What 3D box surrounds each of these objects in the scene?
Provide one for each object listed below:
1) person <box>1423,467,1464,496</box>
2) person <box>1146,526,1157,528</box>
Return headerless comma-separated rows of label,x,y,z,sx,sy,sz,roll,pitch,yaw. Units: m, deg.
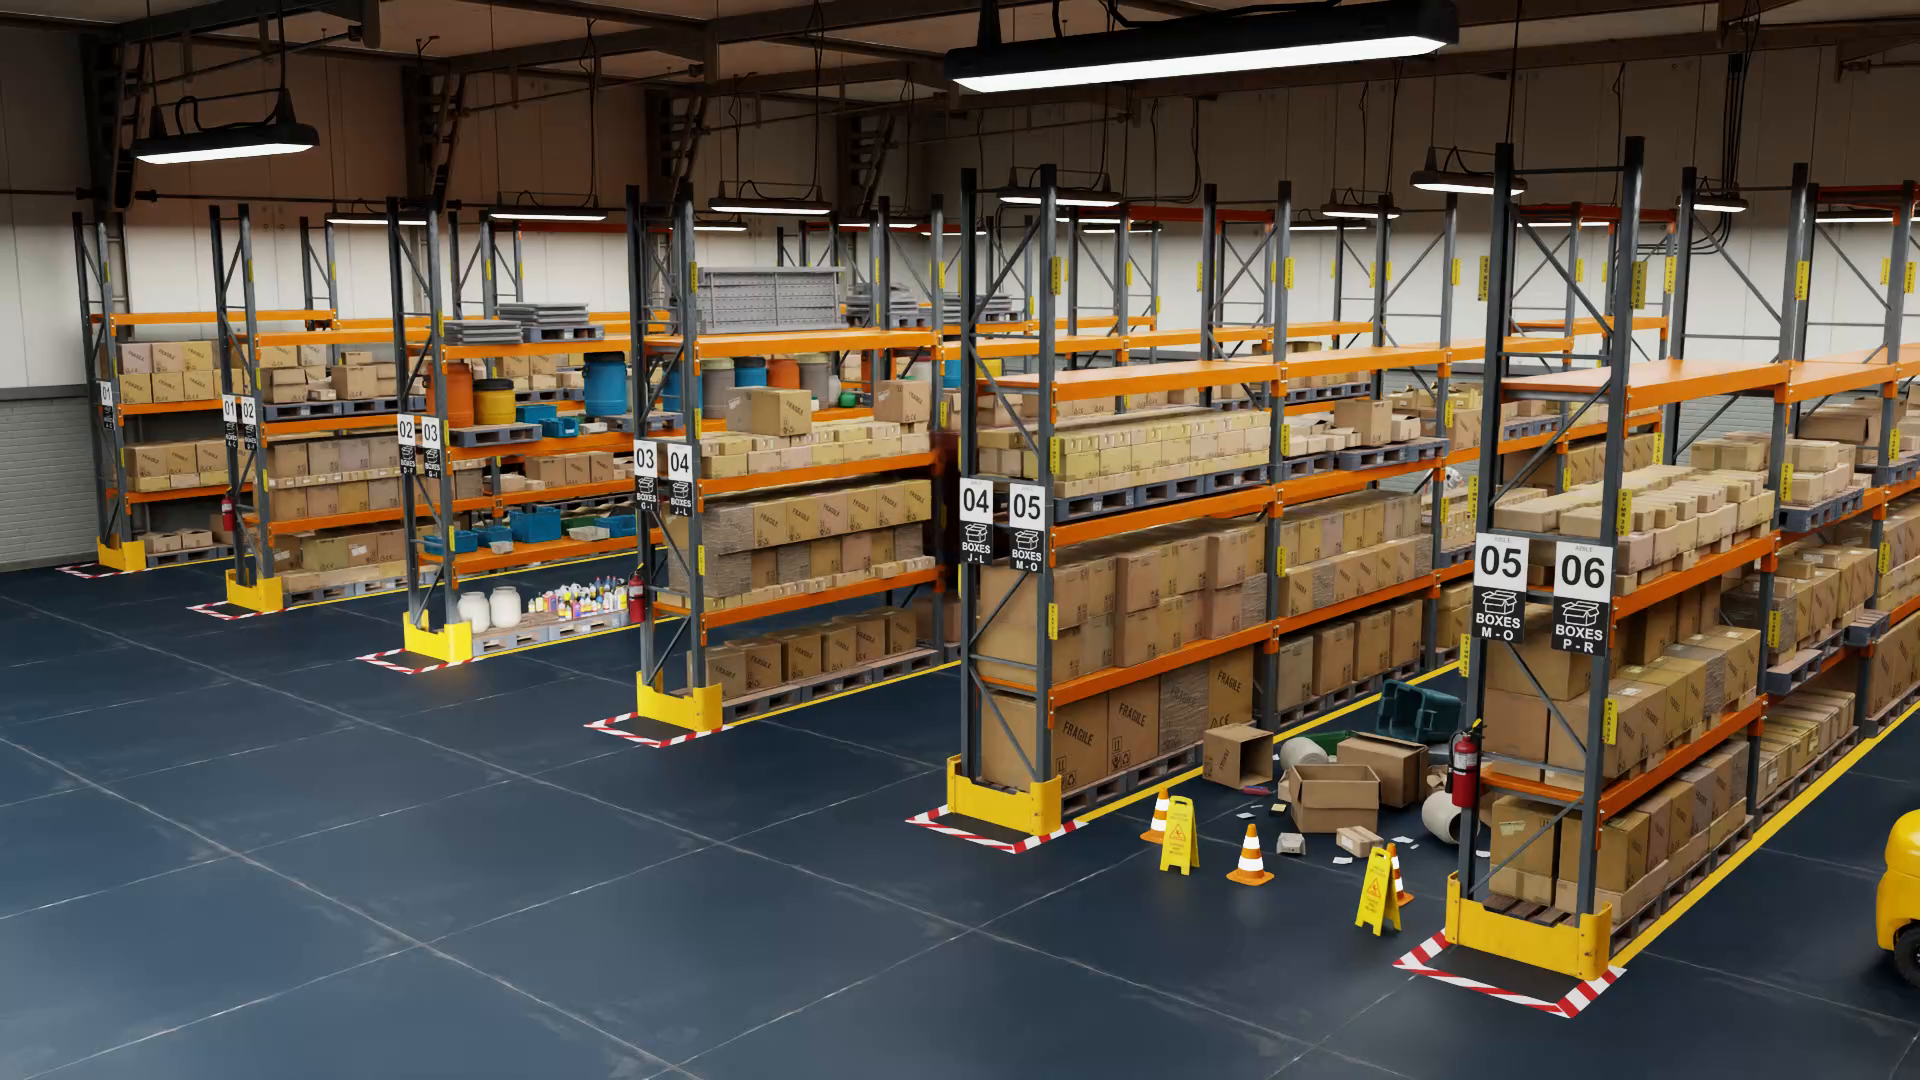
person,8.779,-0.692,30.260,0.705,1.777,0.849,2,10,13
person,2.506,0.300,22.761,0.466,1.620,1.008,8,12,38
